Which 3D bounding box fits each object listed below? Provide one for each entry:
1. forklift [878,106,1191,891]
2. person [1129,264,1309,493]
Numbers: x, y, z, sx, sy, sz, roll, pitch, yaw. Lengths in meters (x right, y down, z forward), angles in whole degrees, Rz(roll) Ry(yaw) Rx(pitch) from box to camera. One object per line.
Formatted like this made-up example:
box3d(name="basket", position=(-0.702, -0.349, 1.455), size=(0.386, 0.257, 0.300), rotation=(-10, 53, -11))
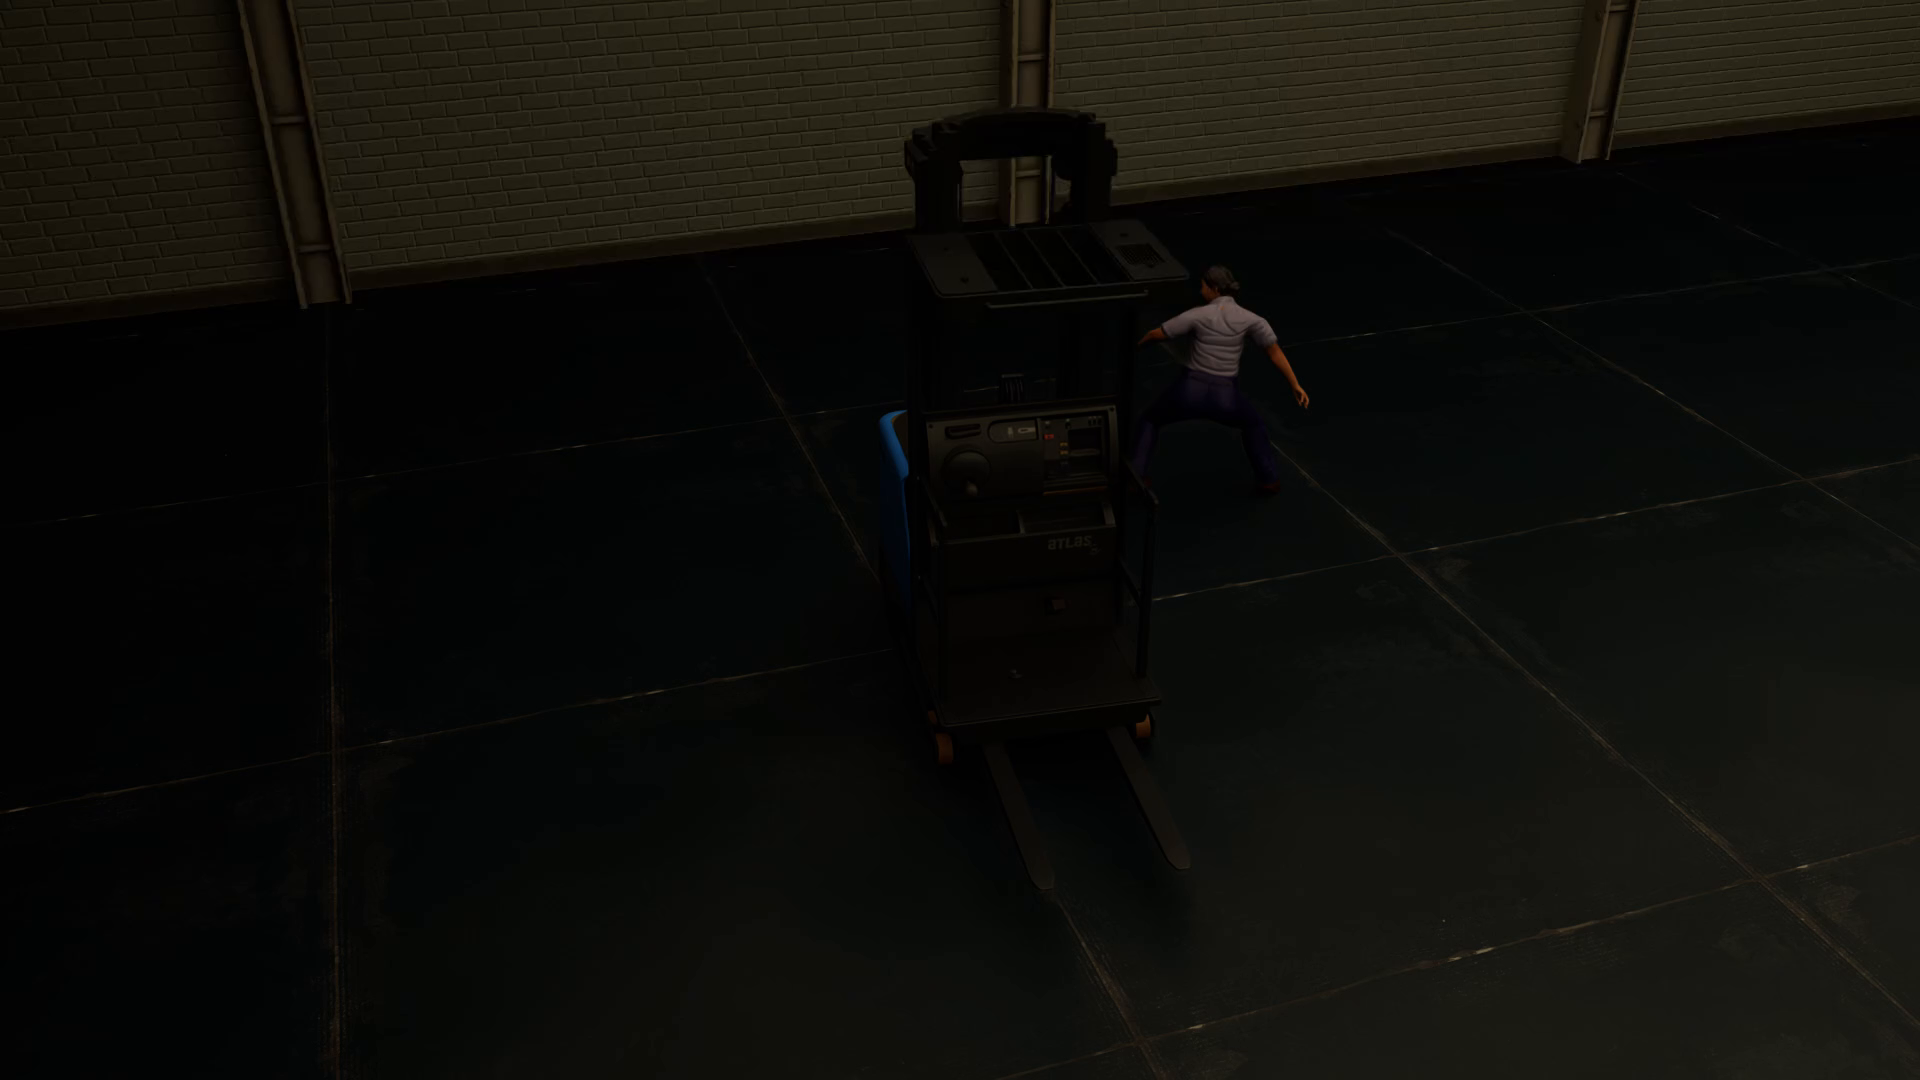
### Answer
box3d(name="forklift", position=(0.347, -0.374, 7.736), size=(1.130, 2.935, 3.031), rotation=(-6, 30, -10))
box3d(name="person", position=(1.564, -0.883, 10.170), size=(1.087, 1.595, 0.523), rotation=(4, 30, 6))
